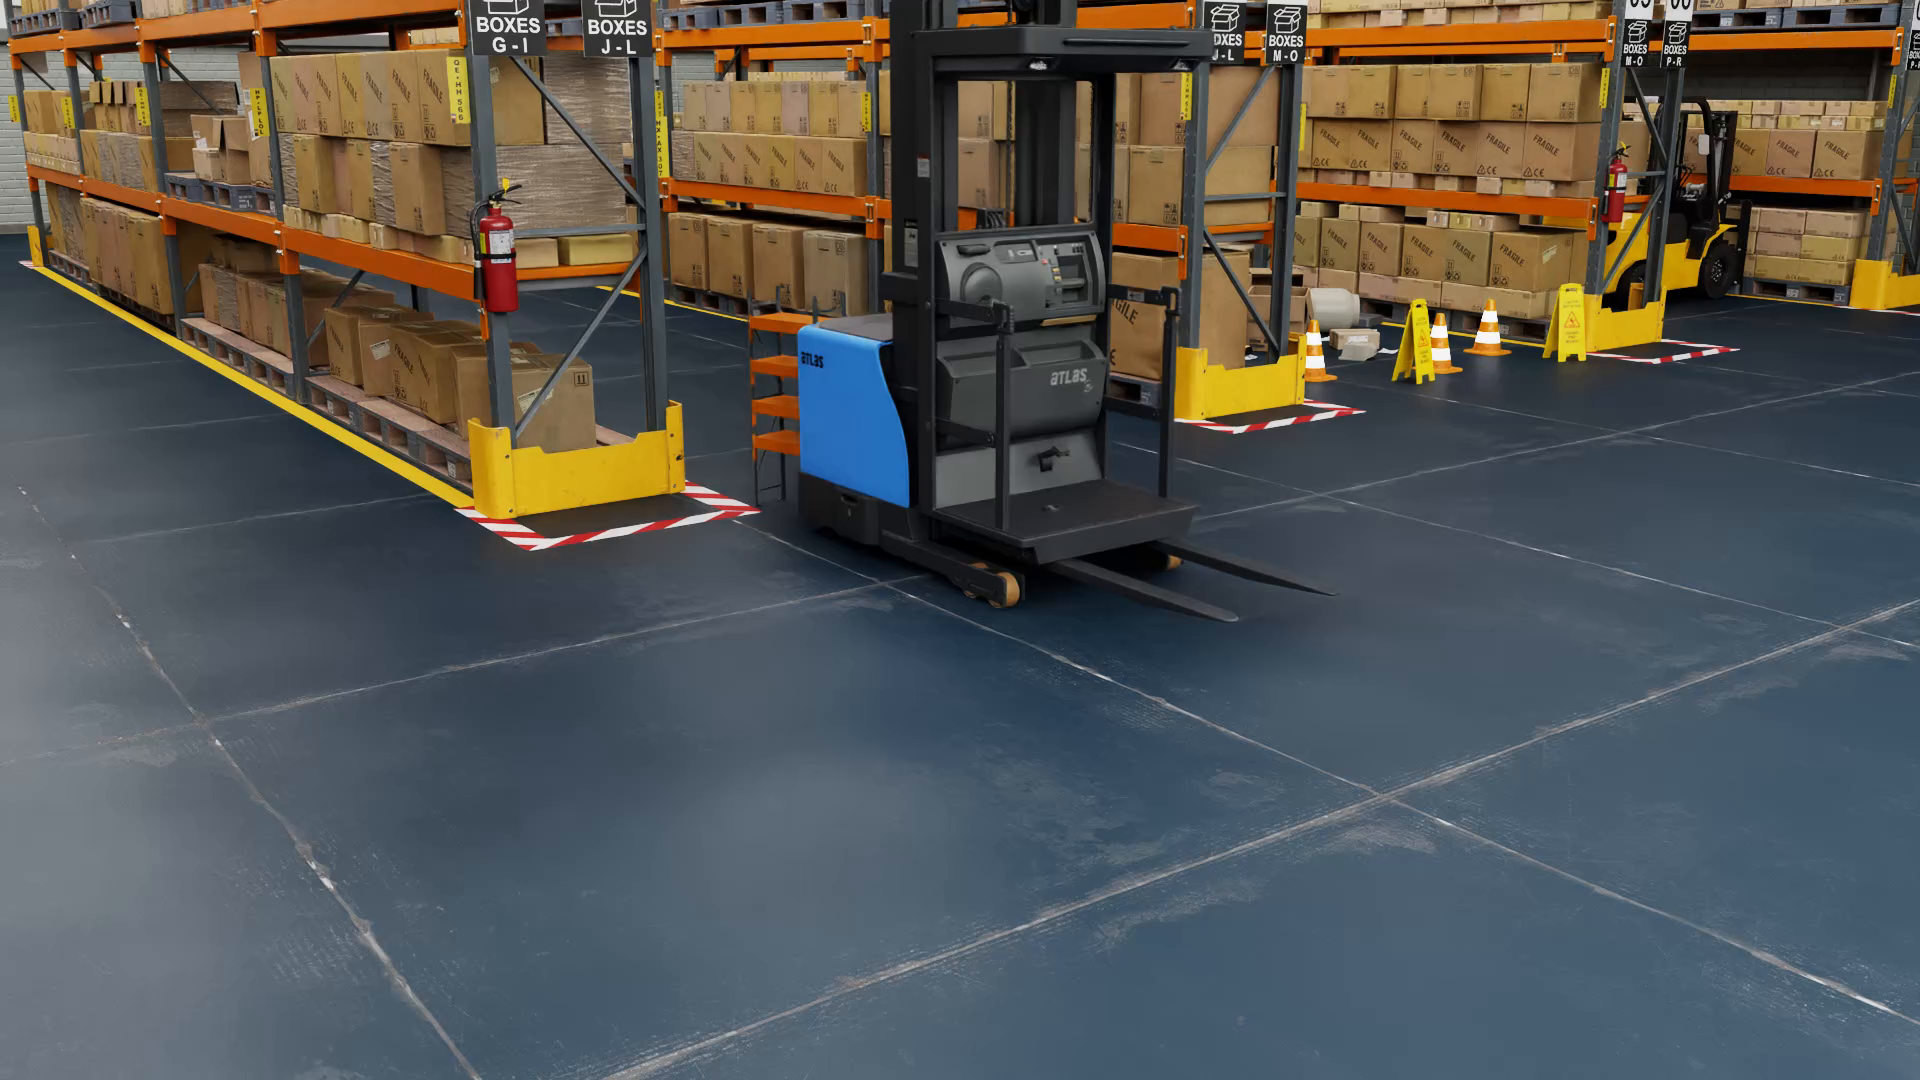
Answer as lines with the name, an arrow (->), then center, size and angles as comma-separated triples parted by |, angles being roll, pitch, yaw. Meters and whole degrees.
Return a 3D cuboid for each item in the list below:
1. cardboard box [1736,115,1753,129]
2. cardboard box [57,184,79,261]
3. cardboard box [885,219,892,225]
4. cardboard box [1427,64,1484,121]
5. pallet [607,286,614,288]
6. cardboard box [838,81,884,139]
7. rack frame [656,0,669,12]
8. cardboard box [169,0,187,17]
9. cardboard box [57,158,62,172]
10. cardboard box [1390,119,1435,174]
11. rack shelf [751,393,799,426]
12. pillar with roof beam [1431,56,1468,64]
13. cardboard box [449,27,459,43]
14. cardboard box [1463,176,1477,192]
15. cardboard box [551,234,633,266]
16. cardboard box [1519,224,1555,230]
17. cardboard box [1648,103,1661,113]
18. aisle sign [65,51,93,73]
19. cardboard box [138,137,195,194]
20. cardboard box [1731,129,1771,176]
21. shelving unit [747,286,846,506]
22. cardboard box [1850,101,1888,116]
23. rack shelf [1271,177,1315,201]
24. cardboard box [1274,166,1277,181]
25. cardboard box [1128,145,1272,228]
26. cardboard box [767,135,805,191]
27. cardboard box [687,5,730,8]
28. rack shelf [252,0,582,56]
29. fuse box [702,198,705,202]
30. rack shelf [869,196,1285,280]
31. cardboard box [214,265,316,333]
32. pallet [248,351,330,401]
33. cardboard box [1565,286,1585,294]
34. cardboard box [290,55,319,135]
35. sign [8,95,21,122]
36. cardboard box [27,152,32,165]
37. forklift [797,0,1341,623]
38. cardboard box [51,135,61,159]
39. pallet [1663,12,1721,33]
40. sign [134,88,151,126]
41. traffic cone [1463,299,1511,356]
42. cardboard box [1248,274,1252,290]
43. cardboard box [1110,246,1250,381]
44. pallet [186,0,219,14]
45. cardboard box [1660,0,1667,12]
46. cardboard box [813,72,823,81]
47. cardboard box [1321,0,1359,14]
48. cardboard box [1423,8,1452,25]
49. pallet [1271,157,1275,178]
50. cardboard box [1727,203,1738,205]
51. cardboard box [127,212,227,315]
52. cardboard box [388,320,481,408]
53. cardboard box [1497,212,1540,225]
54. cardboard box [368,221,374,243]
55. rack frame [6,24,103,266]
cardboard box -> 8.731, -4.634, 18.405 | 0.380, 0.149, 0.250 | -11, 19, -34
cardboard box -> -10.525, -3.938, 20.512 | 0.875, 0.875, 0.875 | -11, 19, -35
cardboard box -> -0.704, -4.821, 23.737 | 0.875, 0.875, 0.875 | -10, 18, -33
cardboard box -> 4.771, -4.152, 15.417 | 0.700, 0.500, 0.500 | -11, 19, -35
pallet -> -3.898, -3.201, 19.873 | 1.003, 0.211, 1.213 | -11, 19, -35
cardboard box -> -0.671, -3.900, 15.061 | 0.700, 0.500, 0.500 | -11, 19, -35
rack frame -> -2.726, -7.012, 17.151 | 1.000, 3.000, 0.127 | -11, 19, -35
cardboard box -> -6.116, -4.387, 13.525 | 0.500, 0.250, 0.500 | -10, 18, -33
cardboard box -> -10.199, -4.338, 19.218 | 0.380, 0.149, 0.250 | -10, 18, -34
cardboard box -> 4.515, -3.792, 15.994 | 0.500, 0.500, 0.500 | -11, 19, -34
rack shelf -> -0.878, -0.686, 9.066 | 0.480, 0.148, 0.258 | 12, 19, 37
pillar with roof beam -> 3.245, -7.767, 19.908 | 9.100, 9.000, 0.400 | -11, 19, -35
cardboard box -> -6.459, -6.733, 22.097 | 0.500, 0.250, 0.500 | -11, 19, -35
cardboard box -> 4.944, -3.348, 15.601 | 0.380, 0.149, 0.250 | -11, 19, -34
cardboard box -> -2.069, -1.639, 9.358 | 0.380, 0.149, 0.250 | -11, 19, -35
cardboard box -> 5.346, -2.770, 16.006 | 0.500, 0.500, 0.500 | -12, 19, -37
cardboard box -> 8.157, -4.999, 19.178 | 0.380, 0.149, 0.250 | -11, 19, -35
aisle sign -> -11.301, -6.395, 21.334 | 0.394, 0.787, 0.004 | -11, 19, -35
cardboard box -> -7.288, -3.486, 15.440 | 0.500, 0.500, 0.500 | -10, 18, -33
cardboard box -> 8.834, -4.306, 18.437 | 0.500, 0.500, 0.500 | -11, 19, -36
shelving unit -> -0.878, -0.751, 9.048 | 0.503, 1.200, 0.258 | 12, 19, 37
cardboard box -> 9.554, -4.520, 17.427 | 0.380, 0.149, 0.250 | -11, 19, -34
rack shelf -> 2.394, -4.135, 19.364 | 1.077, 0.370, 4.000 | -11, 19, -35
cardboard box -> 3.496, -3.816, 17.314 | 0.380, 0.149, 0.250 | -11, 19, -35
cardboard box -> 1.723, -2.555, 11.946 | 0.875, 0.550, 0.550 | -11, 19, -35
cardboard box -> -1.492, -3.599, 15.853 | 0.500, 0.500, 0.500 | -11, 19, -34
cardboard box -> -2.847, -5.777, 18.130 | 0.500, 0.500, 0.500 | -11, 19, -35
rack shelf -> -3.270, -3.189, 10.227 | 1.077, 0.370, 4.000 | -11, 19, -35
fuse box -> -5.035, -7.491, 32.704 | 0.539, 1.711, 0.414 | -11, 19, -35
rack shelf -> 0.802, -2.491, 13.357 | 1.077, 0.370, 4.000 | -11, 19, -35
cardboard box -> -6.051, -2.121, 14.544 | 0.700, 0.500, 0.500 | -13, 20, -39
pallet -> -4.905, -1.337, 13.063 | 1.003, 0.211, 1.213 | -11, 19, -35
cardboard box -> 5.672, -2.292, 15.681 | 0.500, 0.250, 0.500 | -11, 19, -35
cardboard box -> -4.092, -2.948, 11.019 | 0.500, 0.500, 0.500 | -11, 19, -35
sign -> -11.954, -5.450, 21.016 | 0.100, 0.325, 0.005 | -11, 19, -35
cardboard box -> -11.560, -4.831, 21.020 | 0.380, 0.149, 0.250 | -11, 19, -34
forklift -> 0.426, -1.251, 7.594 | 1.130, 2.935, 3.031 | -11, 19, -35
cardboard box -> -10.228, -4.569, 19.306 | 0.500, 0.250, 0.500 | -10, 18, -33
pallet -> 8.106, -6.052, 19.491 | 1.003, 0.211, 1.213 | -11, 19, -35
sign -> -7.245, -3.842, 14.739 | 0.100, 0.325, 0.005 | -11, 19, -35
traffic cone -> 4.626, -1.869, 14.526 | 0.336, 0.463, 0.334 | -11, 19, -35
cardboard box -> 2.285, -2.242, 15.559 | 0.797, 0.637, 0.503 | -11, 19, -35
cardboard box -> 1.525, -1.723, 12.418 | 0.875, 0.875, 0.875 | -11, 19, -34
pallet -> -5.335, -4.242, 13.067 | 1.213, 0.211, 1.003 | -11, 19, -35
cardboard box -> 8.053, -6.095, 18.973 | 0.380, 0.149, 0.250 | -10, 18, -33
cardboard box -> -1.941, -6.802, 24.434 | 0.380, 0.149, 0.250 | -11, 19, -35
cardboard box -> 3.918, -5.327, 16.397 | 0.500, 0.250, 0.500 | -11, 19, -35
cardboard box -> 4.547, -4.880, 15.518 | 0.380, 0.149, 0.250 | -11, 19, -35
pallet -> 3.239, -4.148, 18.413 | 1.003, 0.211, 1.213 | -11, 19, -35
cardboard box -> 8.510, -3.704, 18.946 | 0.500, 0.250, 0.500 | -11, 19, -36
cardboard box -> -7.186, -2.699, 15.984 | 1.225, 0.875, 0.875 | -12, 19, -37
cardboard box -> -3.471, -1.180, 11.146 | 0.500, 0.500, 0.500 | -13, 20, -39
cardboard box -> 7.267, -3.993, 21.185 | 0.875, 0.625, 0.625 | -10, 18, -32
cardboard box -> -3.486, -1.938, 10.451 | 0.380, 0.149, 0.250 | -11, 19, -35
rack frame -> -11.501, -5.079, 21.451 | 1.000, 3.000, 0.127 | -11, 19, -35
